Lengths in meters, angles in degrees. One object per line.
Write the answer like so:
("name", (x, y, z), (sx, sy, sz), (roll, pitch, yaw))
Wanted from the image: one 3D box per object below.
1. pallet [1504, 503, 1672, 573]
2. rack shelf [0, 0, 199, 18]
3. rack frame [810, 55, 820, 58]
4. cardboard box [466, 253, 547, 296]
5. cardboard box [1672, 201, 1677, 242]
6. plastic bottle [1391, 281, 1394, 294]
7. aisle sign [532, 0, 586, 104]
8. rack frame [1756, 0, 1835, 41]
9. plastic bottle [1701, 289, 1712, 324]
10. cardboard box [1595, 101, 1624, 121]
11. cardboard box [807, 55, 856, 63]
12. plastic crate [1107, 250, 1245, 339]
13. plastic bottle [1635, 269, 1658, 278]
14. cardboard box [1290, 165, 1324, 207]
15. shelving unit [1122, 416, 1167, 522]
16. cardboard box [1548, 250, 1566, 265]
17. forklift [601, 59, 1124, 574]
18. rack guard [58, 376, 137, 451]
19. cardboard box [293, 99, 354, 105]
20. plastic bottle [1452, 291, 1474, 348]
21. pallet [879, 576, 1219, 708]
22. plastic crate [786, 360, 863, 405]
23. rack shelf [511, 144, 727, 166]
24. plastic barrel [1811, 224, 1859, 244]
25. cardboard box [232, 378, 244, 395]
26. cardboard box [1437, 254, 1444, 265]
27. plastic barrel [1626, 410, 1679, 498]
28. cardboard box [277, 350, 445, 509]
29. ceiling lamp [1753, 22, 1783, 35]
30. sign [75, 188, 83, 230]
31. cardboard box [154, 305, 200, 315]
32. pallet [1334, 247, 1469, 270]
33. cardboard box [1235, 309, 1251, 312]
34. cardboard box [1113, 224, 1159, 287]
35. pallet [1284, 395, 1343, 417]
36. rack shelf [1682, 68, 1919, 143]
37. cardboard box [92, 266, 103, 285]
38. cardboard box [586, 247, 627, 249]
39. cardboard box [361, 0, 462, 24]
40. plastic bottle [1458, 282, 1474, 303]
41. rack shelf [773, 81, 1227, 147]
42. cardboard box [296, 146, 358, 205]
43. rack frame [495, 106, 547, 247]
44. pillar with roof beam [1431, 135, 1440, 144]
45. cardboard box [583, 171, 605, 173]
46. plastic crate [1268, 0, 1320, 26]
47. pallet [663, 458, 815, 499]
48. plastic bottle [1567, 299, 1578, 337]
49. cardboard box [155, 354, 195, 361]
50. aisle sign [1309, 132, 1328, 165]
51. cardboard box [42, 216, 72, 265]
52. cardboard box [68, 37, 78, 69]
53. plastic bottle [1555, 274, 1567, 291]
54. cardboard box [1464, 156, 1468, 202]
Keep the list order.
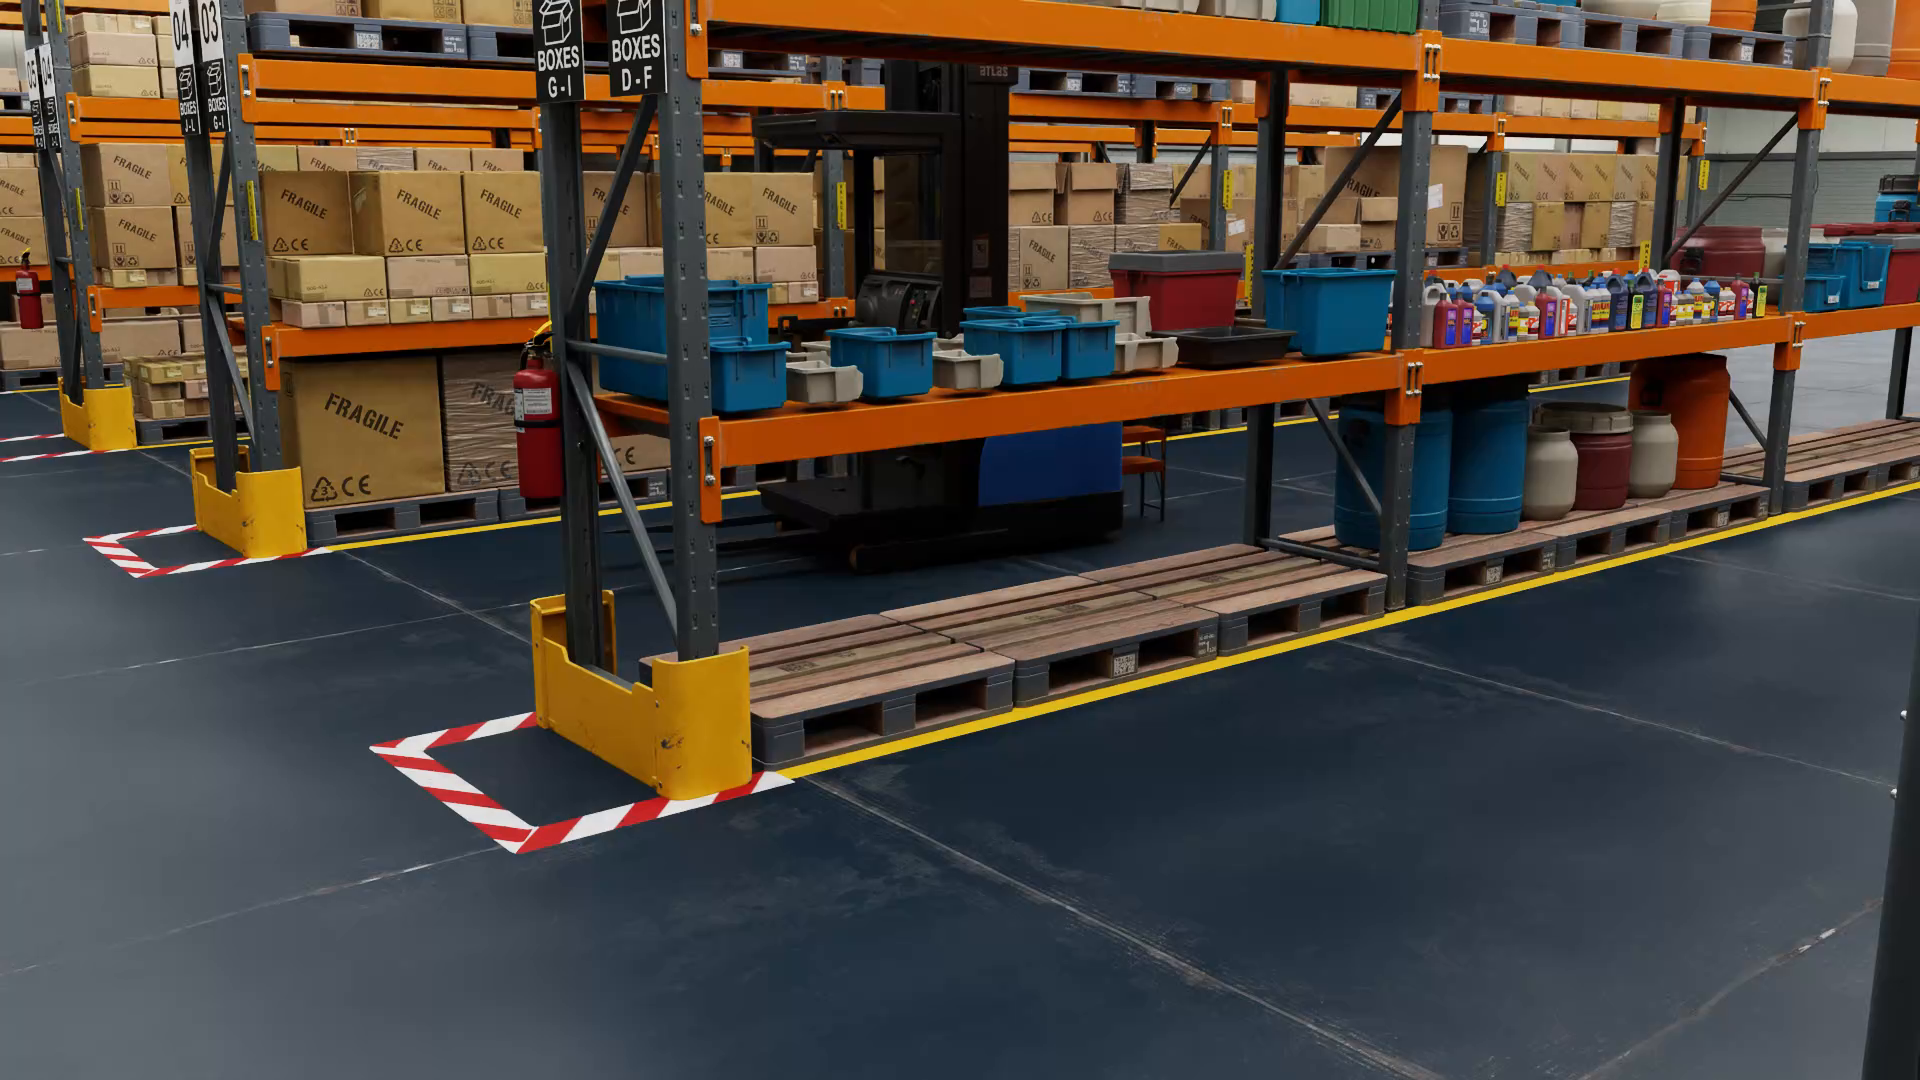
("pallet", (3.490, -0.078, 9.986), (1.213, 0.211, 1.003), (-9, 15, -38))
("rack shelf", (-8.938, -5.727, 18.131), (4.000, 0.370, 1.077), (-9, 15, -38))
("rack frame", (-1.186, -4.927, 11.667), (0.127, 3.000, 1.000), (-9, 15, -38))
("cardboard box", (-2.969, -1.697, 10.545), (0.500, 0.250, 0.500), (-10, 16, -40))
("cardboard box", (7.738, -3.677, 19.267), (0.500, 0.500, 0.875), (-9, 15, -38))
("plastic bottle", (2.422, -1.337, 9.324), (0.185, 0.351, 0.144), (-9, 15, -38))
("aisle sign", (-1.454, -1.980, 5.973), (0.004, 0.787, 0.394), (-9, 15, -38))
("rack frame", (5.032, -4.643, 10.329), (0.127, 3.000, 1.000), (-9, 15, -38))
("plastic bottle", (4.473, -1.409, 10.023), (0.097, 0.201, 0.097), (0, 12, 0))
("cardboard box", (6.784, -4.643, 17.914), (0.500, 0.250, 0.500), (-10, 15, -39))
("cardboard box", (-0.739, -3.791, 12.287), (0.500, 0.500, 0.700), (-9, 15, -36))
("plastic crate", (1.055, -1.175, 8.140), (0.583, 0.464, 0.402), (-9, 15, -38))
("plastic bottle", (4.492, -1.644, 10.947), (0.135, 0.276, 0.152), (-9, 15, -38))
("cardboard box", (4.479, -4.841, 22.742), (0.550, 0.550, 0.875), (-9, 15, -38))
("shelving unit", (1.032, -0.698, 10.525), (0.503, 1.200, 0.258), (-7, 14, -30))
("cardboard box", (6.209, -3.014, 17.705), (0.250, 0.149, 0.380), (-9, 15, -38))
("forklift", (-0.538, -1.368, 9.517), (3.031, 2.935, 1.130), (-7, 14, -30))
("rack guard", (-7.269, -1.078, 14.003), (0.348, 0.500, 1.175), (-9, 15, -38))
("cardboard box", (-5.601, -3.904, 14.430), (0.500, 0.250, 0.500), (-10, 15, -38))
("plastic bottle", (2.566, -1.128, 8.499), (0.133, 0.283, 0.061), (-9, 15, -38))
("pallet", (0.405, 0.436, 7.568), (1.213, 0.211, 1.003), (-9, 15, -38))
("plastic crate", (-0.514, -0.577, 6.116), (0.298, 0.136, 0.250), (-9, 15, -38))
("rack shelf", (-5.795, -6.298, 27.079), (4.000, 0.370, 1.077), (-9, 15, -38))
("plastic barrel", (6.361, -2.054, 12.252), (0.433, 0.535, 0.433), (0, 12, 0))
("cardboard box", (-6.374, -1.346, 14.384), (0.250, 0.149, 0.380), (-9, 15, -37))
("cardboard box", (5.046, -2.983, 17.561), (0.250, 0.149, 0.380), (-9, 15, -38))
("plastic barrel", (4.276, -0.543, 10.441), (0.421, 0.512, 0.421), (0, 12, 0))
("cardboard box", (-3.859, -0.736, 10.475), (0.875, 0.875, 0.875), (-9, 15, -38))
("ceiling lamp", (21.159, -14.428, 42.359), (0.800, 3.185, 2.000), (-9, 15, -38))
("sign", (-6.990, -2.626, 13.192), (0.005, 0.325, 0.100), (-9, 15, -38))
("cardboard box", (-11.144, -3.247, 23.662), (0.500, 0.311, 0.500), (-9, 15, -36))
("pallet", (4.374, -2.861, 16.843), (1.213, 0.211, 1.003), (-9, 15, -38))
("cardboard box", (2.850, -2.033, 15.635), (0.500, 0.250, 0.500), (-7, 14, -31))
("cardboard box", (1.314, -2.392, 13.933), (0.500, 0.500, 0.500), (-10, 15, -38))
("pallet", (3.501, -1.406, 16.242), (1.213, 0.211, 1.003), (-9, 15, -38))
("rack shelf", (6.594, -3.083, 11.937), (4.000, 0.370, 1.077), (-9, 15, -38))
("cardboard box", (-7.251, -2.256, 14.138), (0.250, 0.149, 0.380), (-9, 15, -38))
("cardboard box", (-2.509, -1.914, 11.567), (0.500, 0.250, 0.500), (-9, 15, -36))
("cardboard box", (-3.422, -3.374, 10.081), (0.500, 0.500, 0.700), (-10, 16, -40))
("plastic bottle", (2.891, -1.342, 9.538), (0.097, 0.271, 0.097), (0, 12, 0))
("rack shelf", (0.376, -3.367, 13.276), (4.000, 0.370, 1.077), (-9, 15, -38))
("cardboard box", (-5.606, -3.187, 14.551), (0.500, 0.500, 0.500), (-10, 16, -39))
("rack frame", (-4.205, -2.810, 16.141), (0.127, 3.000, 1.000), (-9, 15, -38))
("pillar with roof beam", (14.528, -10.589, 38.333), (0.548, 9.000, 9.100), (-9, 15, -38))
("cardboard box", (-4.889, -4.479, 21.355), (0.500, 0.500, 0.500), (-9, 15, -37))
("plastic crate", (1.397, -2.405, 7.413), (0.300, 0.233, 0.416), (-9, 15, -38))
("pallet", (-1.828, -0.542, 12.175), (1.213, 0.211, 1.003), (-9, 15, -38))
("plastic bottle", (3.339, -1.221, 9.136), (0.097, 0.201, 0.097), (0, 12, 0))
("cardboard box", (-6.841, -1.526, 14.514), (0.250, 0.149, 0.380), (-9, 15, -37))
("aisle sign", (5.033, -5.697, 23.476), (0.004, 0.787, 0.394), (-9, 15, -38))
("cardboard box", (-9.568, -3.216, 17.810), (0.500, 0.500, 0.500), (-10, 15, -38))
("cardboard box", (-7.128, -4.031, 13.824), (0.500, 0.250, 0.500), (-10, 16, -39))
("plastic bottle", (3.739, -1.524, 10.392), (0.097, 0.271, 0.097), (0, 12, 0))
("cardboard box", (5.241, -3.817, 17.519), (0.500, 0.500, 0.500), (-9, 15, -38))
